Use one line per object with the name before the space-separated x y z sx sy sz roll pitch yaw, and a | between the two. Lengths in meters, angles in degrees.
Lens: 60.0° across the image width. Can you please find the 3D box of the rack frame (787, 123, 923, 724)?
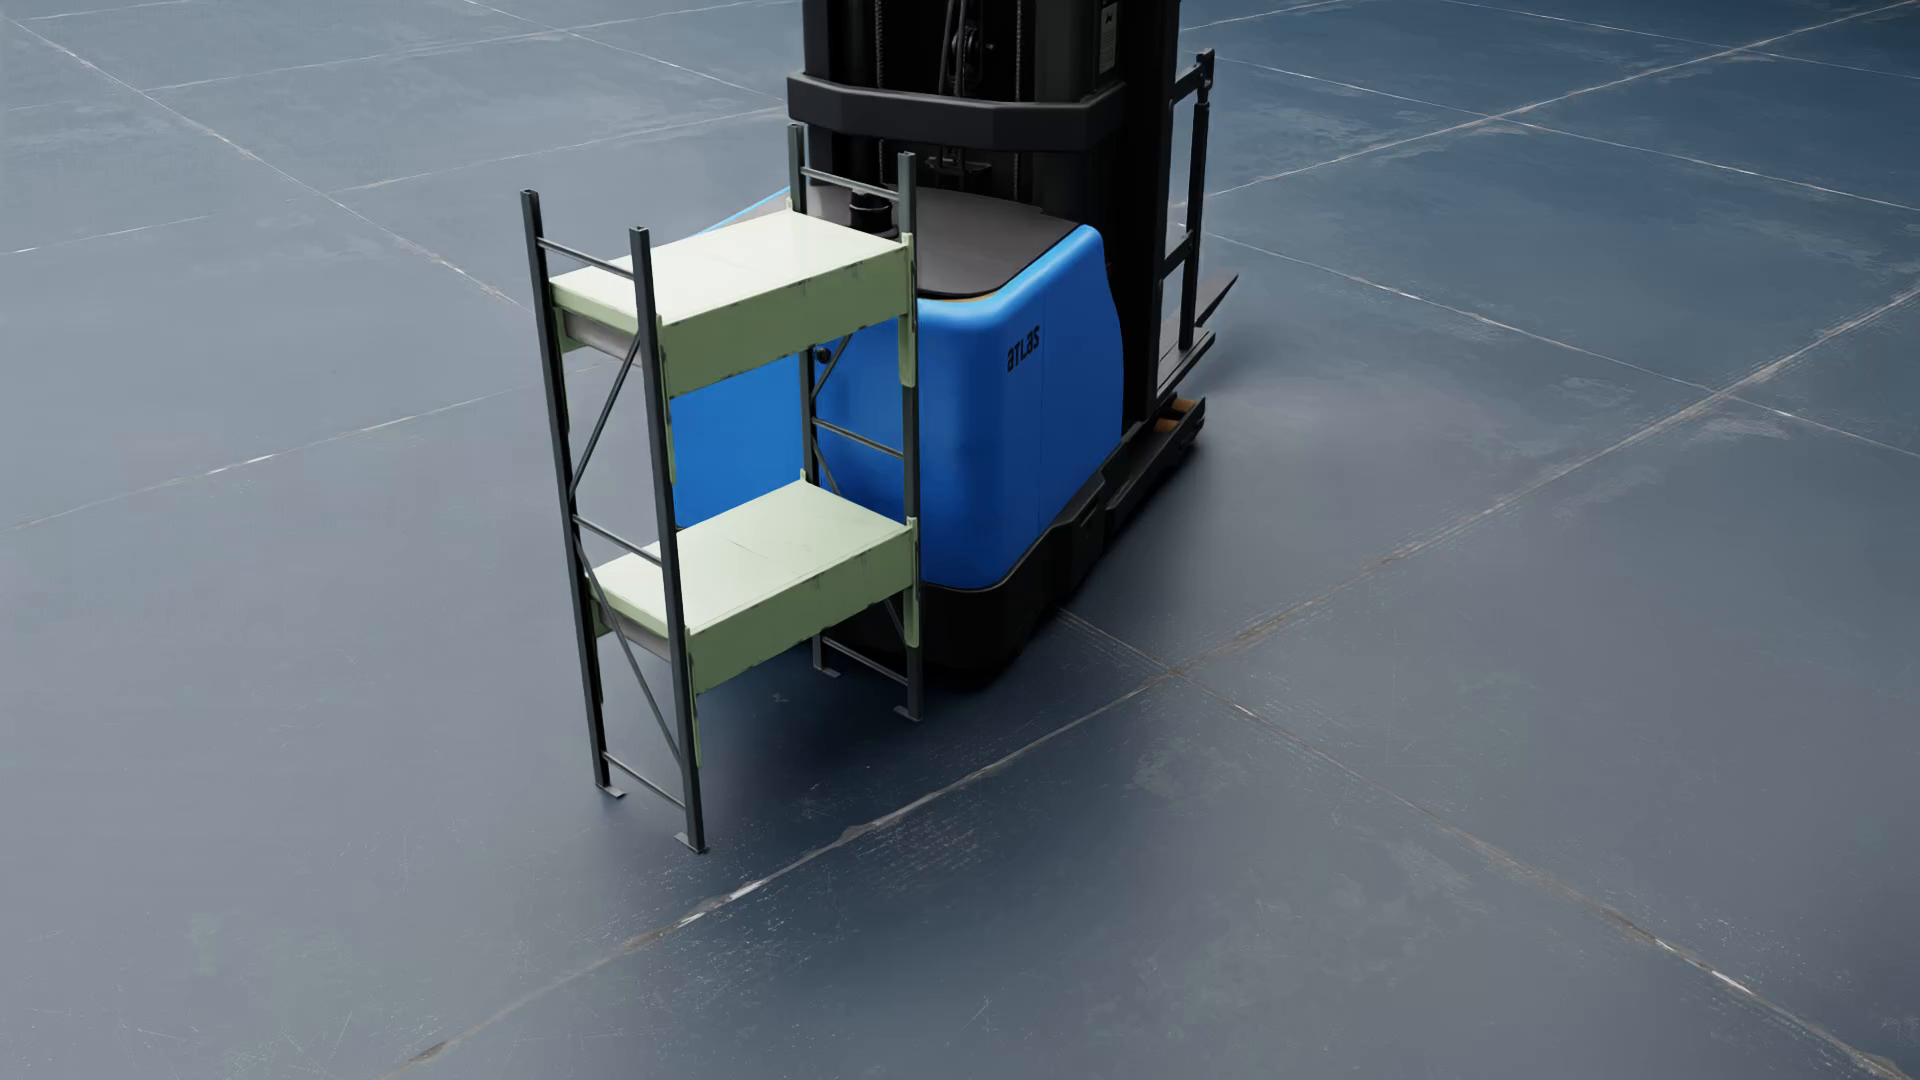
rack frame | -0.250 -0.248 4.121 0.400 1.500 0.023 24 36 37

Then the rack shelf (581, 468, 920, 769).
rack shelf | -0.499 0.166 4.039 0.431 0.370 0.720 24 36 37

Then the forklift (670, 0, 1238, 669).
forklift | 0.218 -1.618 5.168 1.130 2.935 3.031 12 30 21

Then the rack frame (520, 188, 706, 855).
rack frame | -0.749 0.005 3.649 0.400 1.500 0.023 24 36 37

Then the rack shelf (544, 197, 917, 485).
rack shelf | -0.500 -0.465 3.701 0.431 0.370 0.720 24 36 37

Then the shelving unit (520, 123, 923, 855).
shelving unit | -0.500 -0.121 3.885 0.431 1.500 0.755 24 36 37
